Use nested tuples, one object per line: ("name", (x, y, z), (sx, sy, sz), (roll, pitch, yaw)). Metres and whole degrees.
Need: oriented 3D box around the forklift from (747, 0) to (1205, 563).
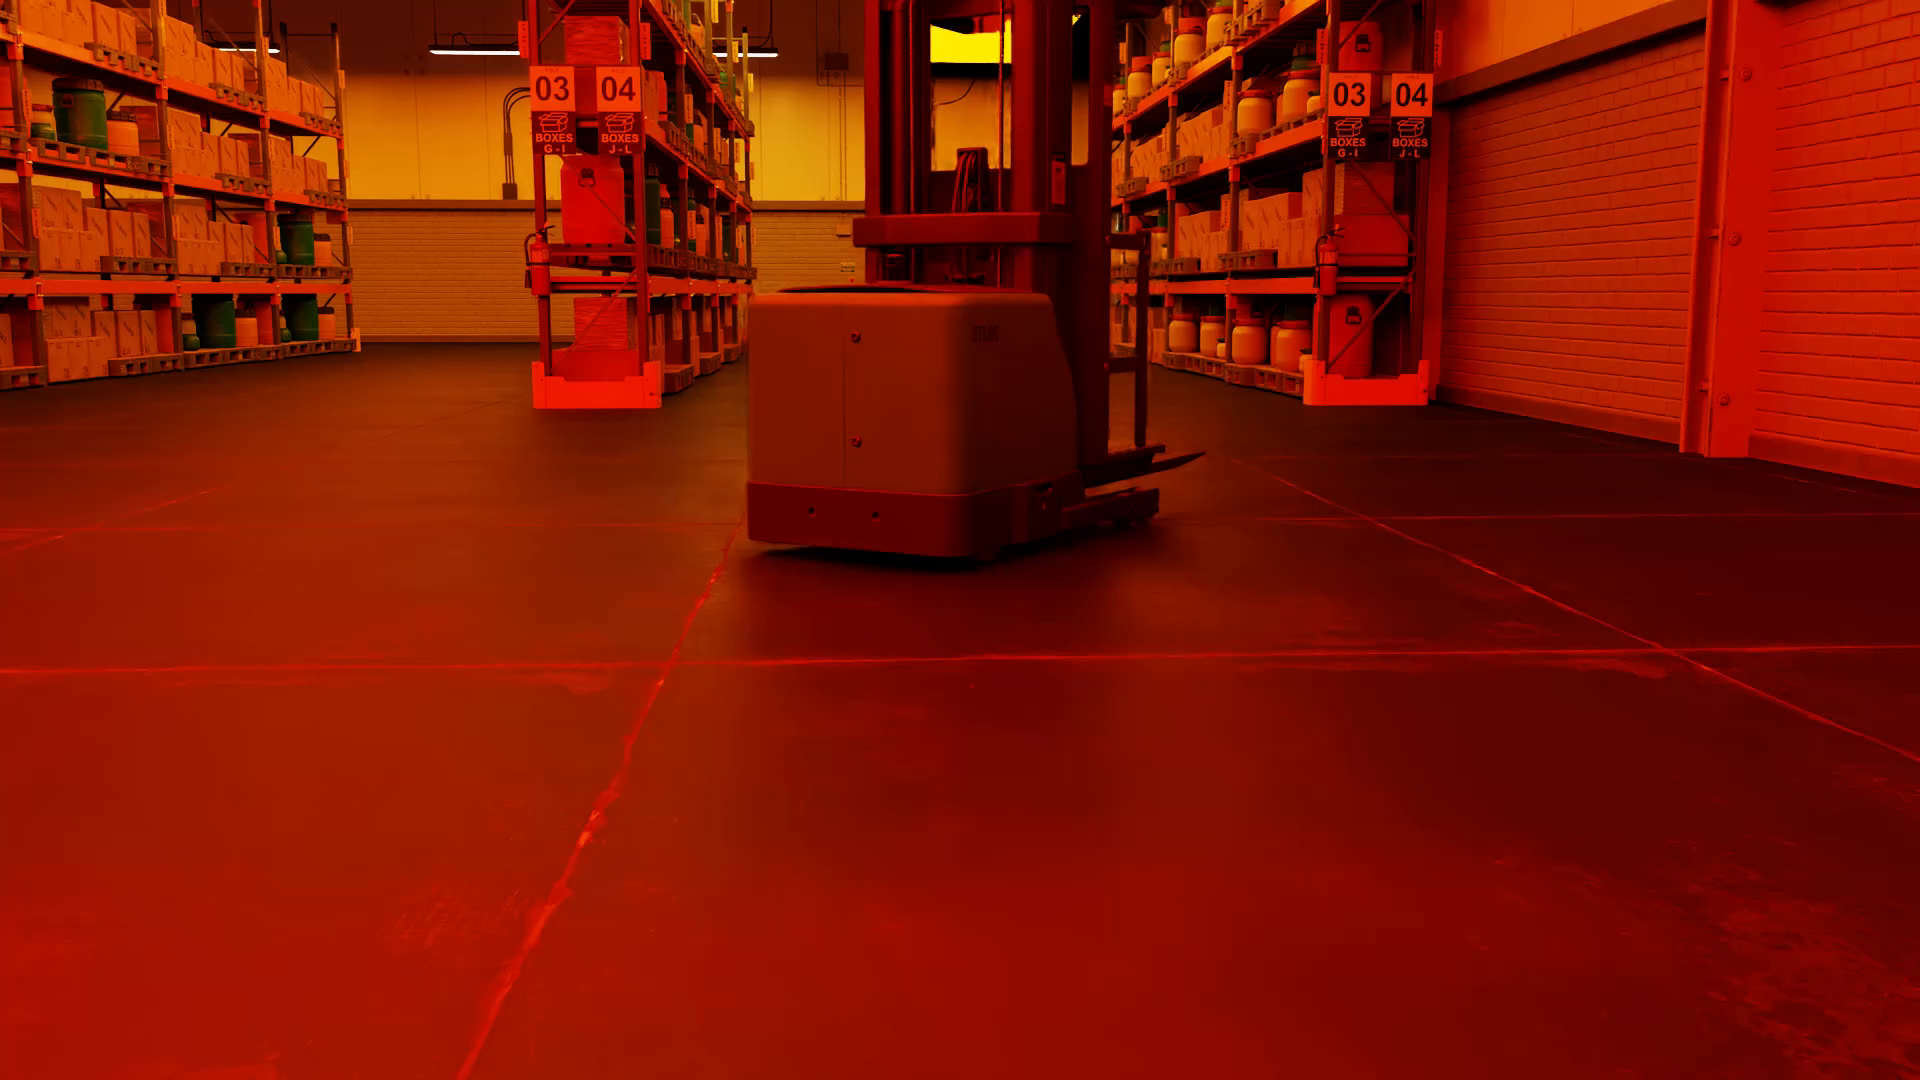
("forklift", (0.289, -1.537, 7.684), (1.130, 2.935, 3.031), (5, 10, 29))
